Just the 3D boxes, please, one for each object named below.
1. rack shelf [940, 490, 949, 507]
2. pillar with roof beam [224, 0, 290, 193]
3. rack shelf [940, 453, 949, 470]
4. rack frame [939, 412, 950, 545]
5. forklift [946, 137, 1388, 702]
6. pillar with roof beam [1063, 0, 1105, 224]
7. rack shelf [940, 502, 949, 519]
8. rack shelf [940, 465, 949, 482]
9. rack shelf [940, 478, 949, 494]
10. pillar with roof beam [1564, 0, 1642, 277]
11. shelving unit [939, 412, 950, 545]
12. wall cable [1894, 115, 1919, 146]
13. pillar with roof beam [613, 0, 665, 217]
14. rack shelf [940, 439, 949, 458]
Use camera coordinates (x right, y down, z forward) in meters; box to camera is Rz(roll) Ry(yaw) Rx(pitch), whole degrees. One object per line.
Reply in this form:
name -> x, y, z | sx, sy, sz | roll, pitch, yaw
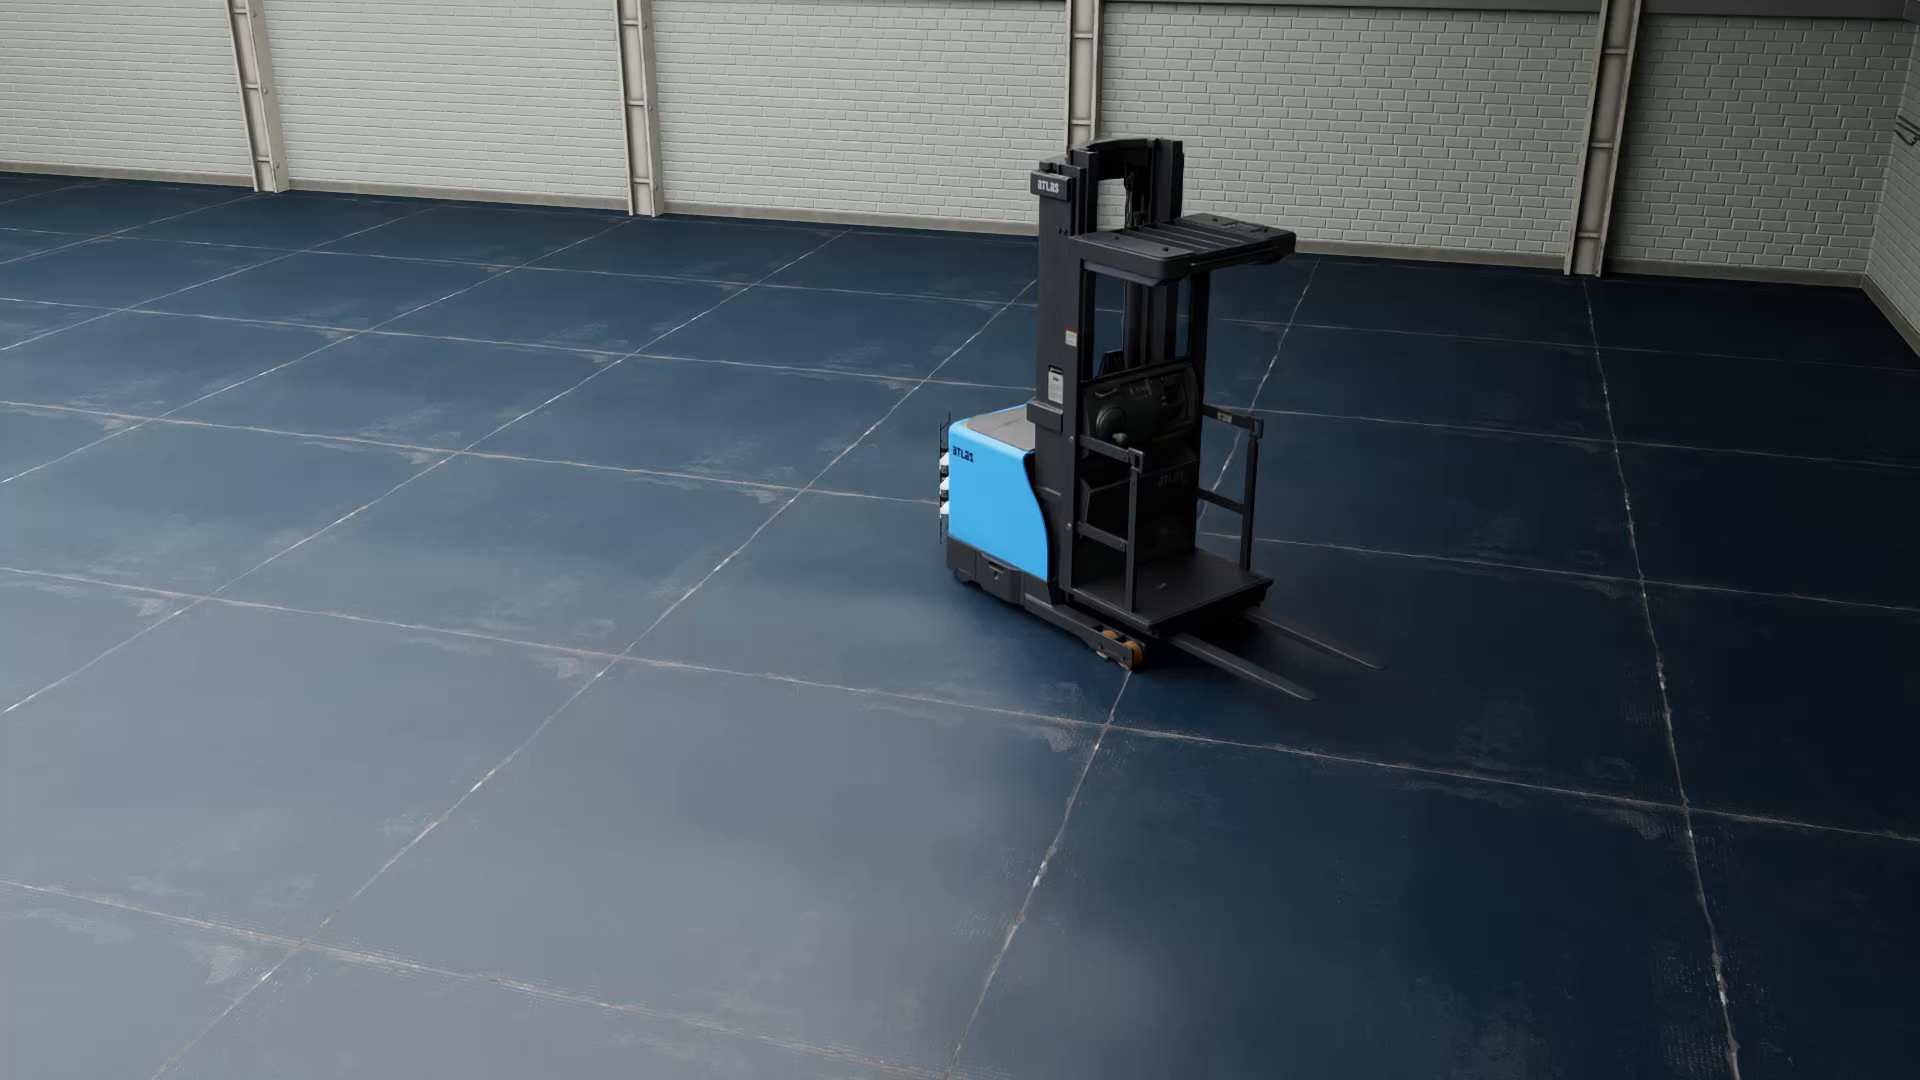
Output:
rack shelf -> -0.008, -0.303, 11.648 | 0.200, 0.077, 0.258 | 7, 23, 16
pillar with roof beam -> -11.232, -7.686, 18.650 | 0.400, 9.000, 9.100 | 7, 23, 16
rack shelf -> -0.008, -0.553, 11.546 | 0.200, 0.077, 0.258 | 7, 23, 16
rack frame -> -0.105, -0.428, 11.629 | 0.006, 0.900, 0.240 | 7, 23, 16
forklift -> 1.222, -0.801, 9.861 | 1.130, 2.935, 3.031 | -17, 28, -35
pillar with roof beam -> 0.257, -6.370, 15.443 | 0.400, 9.000, 9.100 | 7, 23, 16
rack shelf -> -0.008, -0.220, 11.682 | 0.200, 0.077, 0.258 | 7, 23, 16
rack shelf -> -0.008, -0.470, 11.580 | 0.200, 0.077, 0.258 | 7, 23, 16
rack shelf -> -0.008, -0.386, 11.614 | 0.200, 0.077, 0.258 | 7, 23, 16
pillar with roof beam -> 6.001, -5.713, 13.839 | 0.400, 9.000, 9.100 | 7, 23, 16
shelving unit -> -0.008, -0.417, 11.601 | 0.210, 0.900, 0.258 | 7, 23, 16
wall cable -> 9.683, -5.037, 16.283 | 0.112, 2.526, 3.097 | 7, 23, 16
pillar with roof beam -> -5.488, -7.028, 17.046 | 0.400, 9.000, 9.100 | 7, 23, 16
rack shelf -> -0.008, -0.636, 11.512 | 0.200, 0.077, 0.258 | 7, 23, 16
